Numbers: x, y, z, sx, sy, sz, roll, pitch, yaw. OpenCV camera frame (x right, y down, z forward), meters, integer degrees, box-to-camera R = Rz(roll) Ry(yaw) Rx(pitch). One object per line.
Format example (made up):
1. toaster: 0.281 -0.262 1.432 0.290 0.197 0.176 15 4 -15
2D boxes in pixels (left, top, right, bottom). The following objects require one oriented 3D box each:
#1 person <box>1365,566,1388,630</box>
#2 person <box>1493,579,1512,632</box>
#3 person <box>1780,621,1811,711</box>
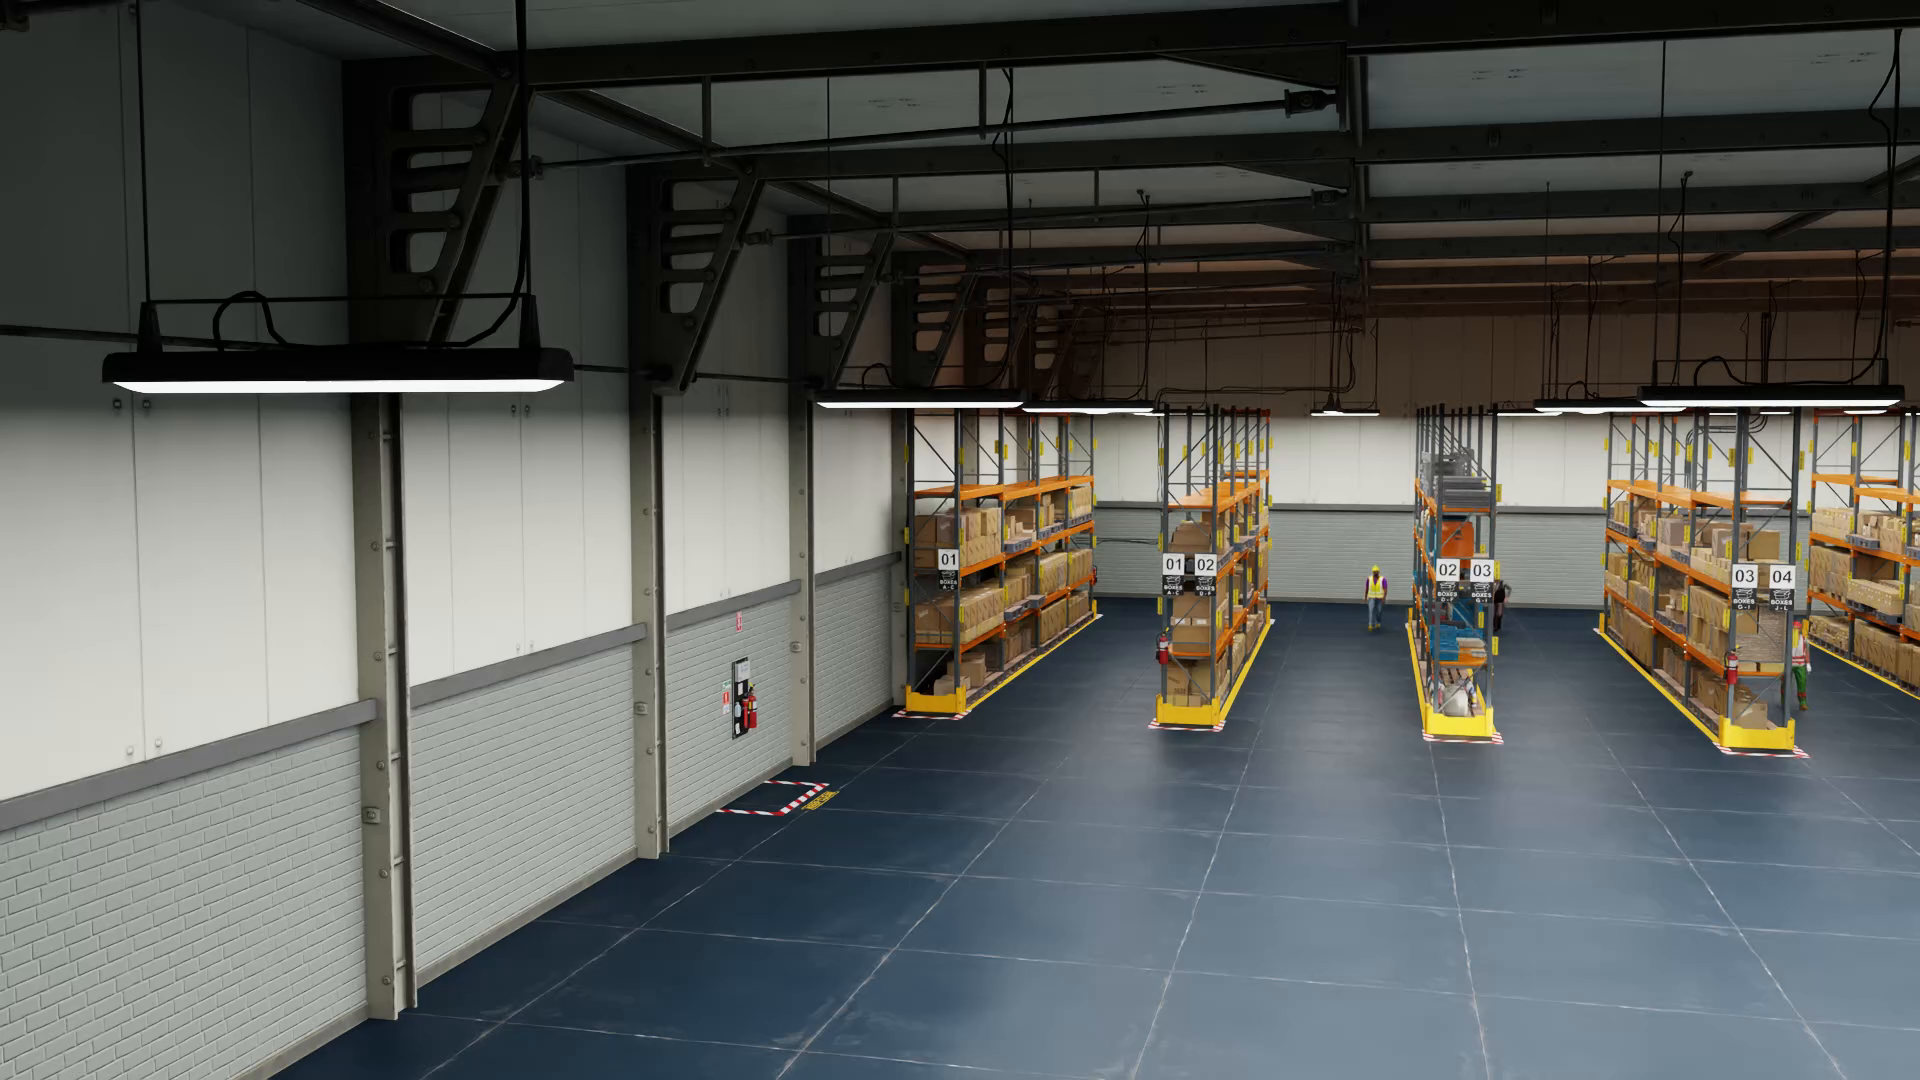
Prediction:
1. person: 11.273 1.560 45.037 0.588 1.696 1.067 1 4 12
2. person: 14.432 1.661 44.627 0.702 1.630 0.711 2 4 22
3. person: 16.424 2.452 32.716 0.666 1.729 0.993 1 4 10
